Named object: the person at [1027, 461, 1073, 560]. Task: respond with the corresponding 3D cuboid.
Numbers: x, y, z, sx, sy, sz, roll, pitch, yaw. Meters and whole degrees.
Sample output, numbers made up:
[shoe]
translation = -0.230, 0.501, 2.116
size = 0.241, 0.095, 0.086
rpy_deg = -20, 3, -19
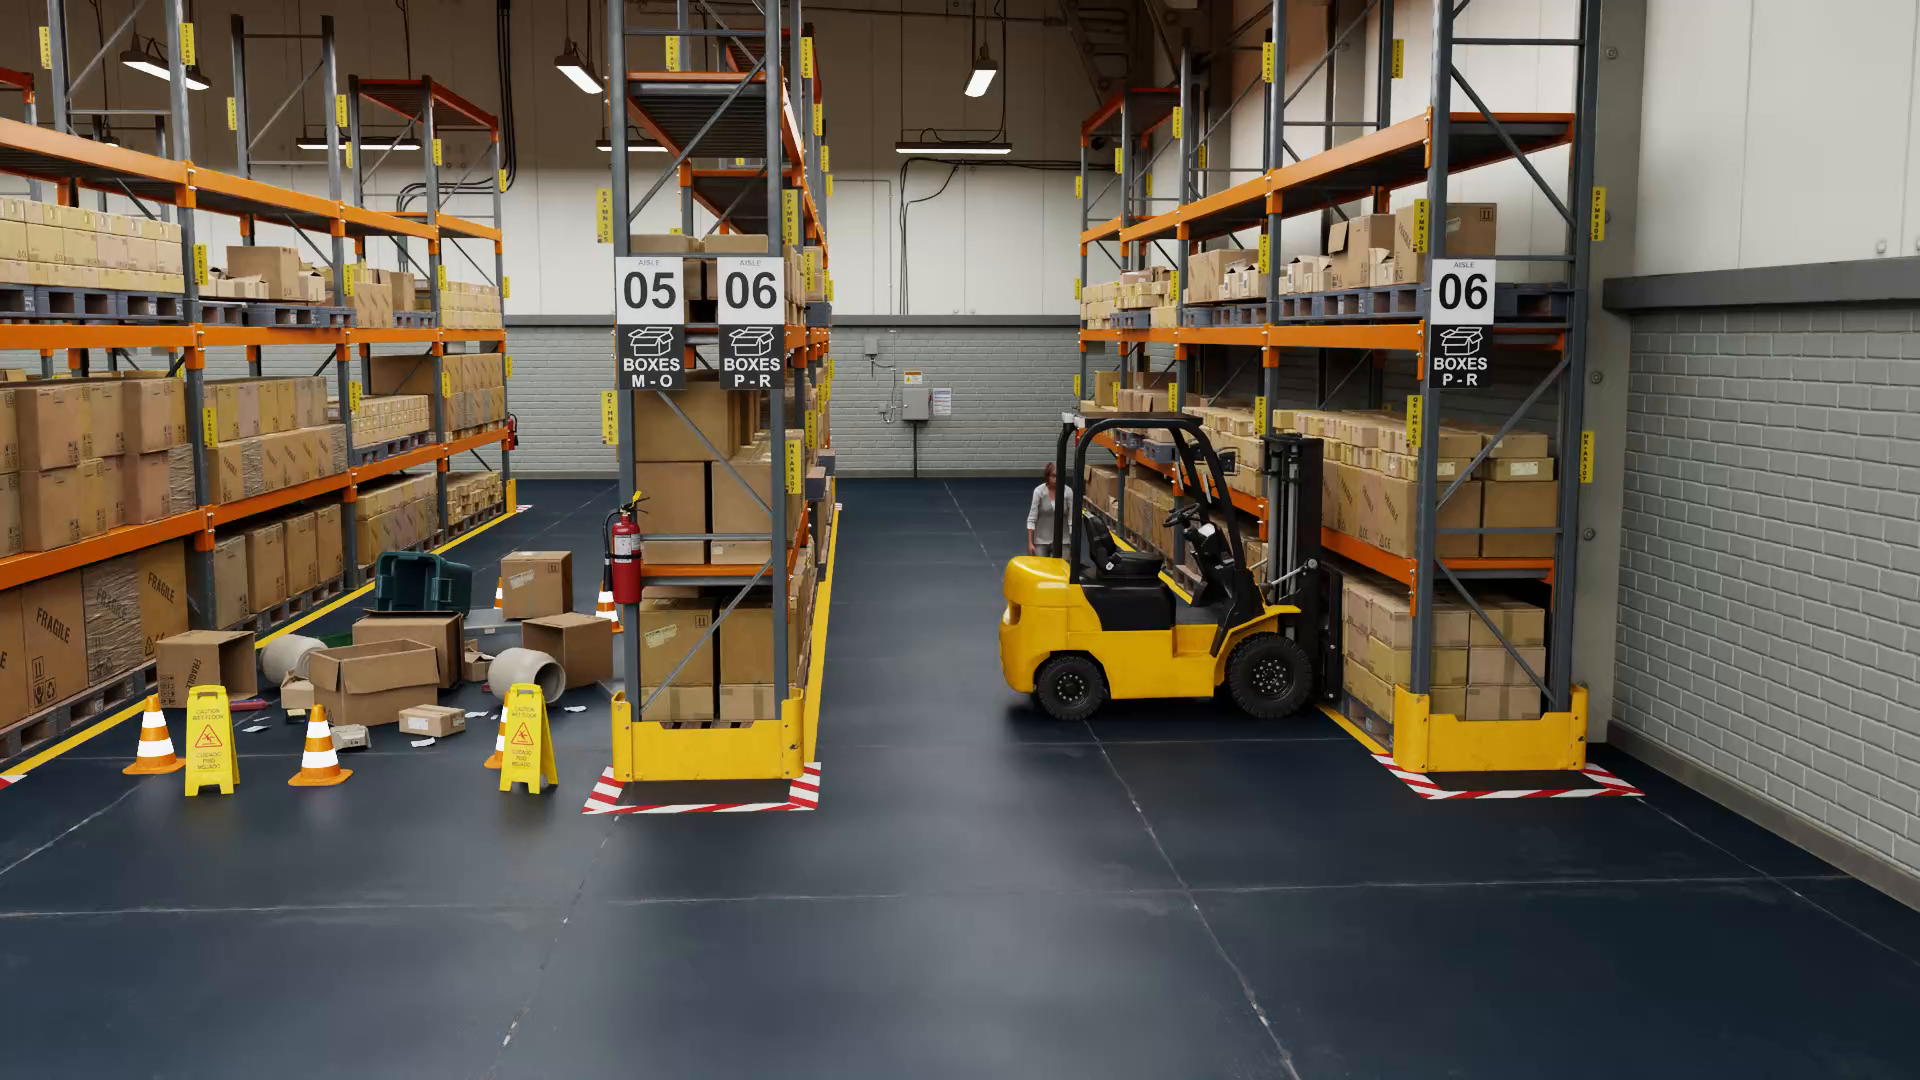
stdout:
[person]
translation = 0.845, 0.062, 15.299
size = 0.467, 1.593, 0.349
rpy_deg = -1, 7, -4
